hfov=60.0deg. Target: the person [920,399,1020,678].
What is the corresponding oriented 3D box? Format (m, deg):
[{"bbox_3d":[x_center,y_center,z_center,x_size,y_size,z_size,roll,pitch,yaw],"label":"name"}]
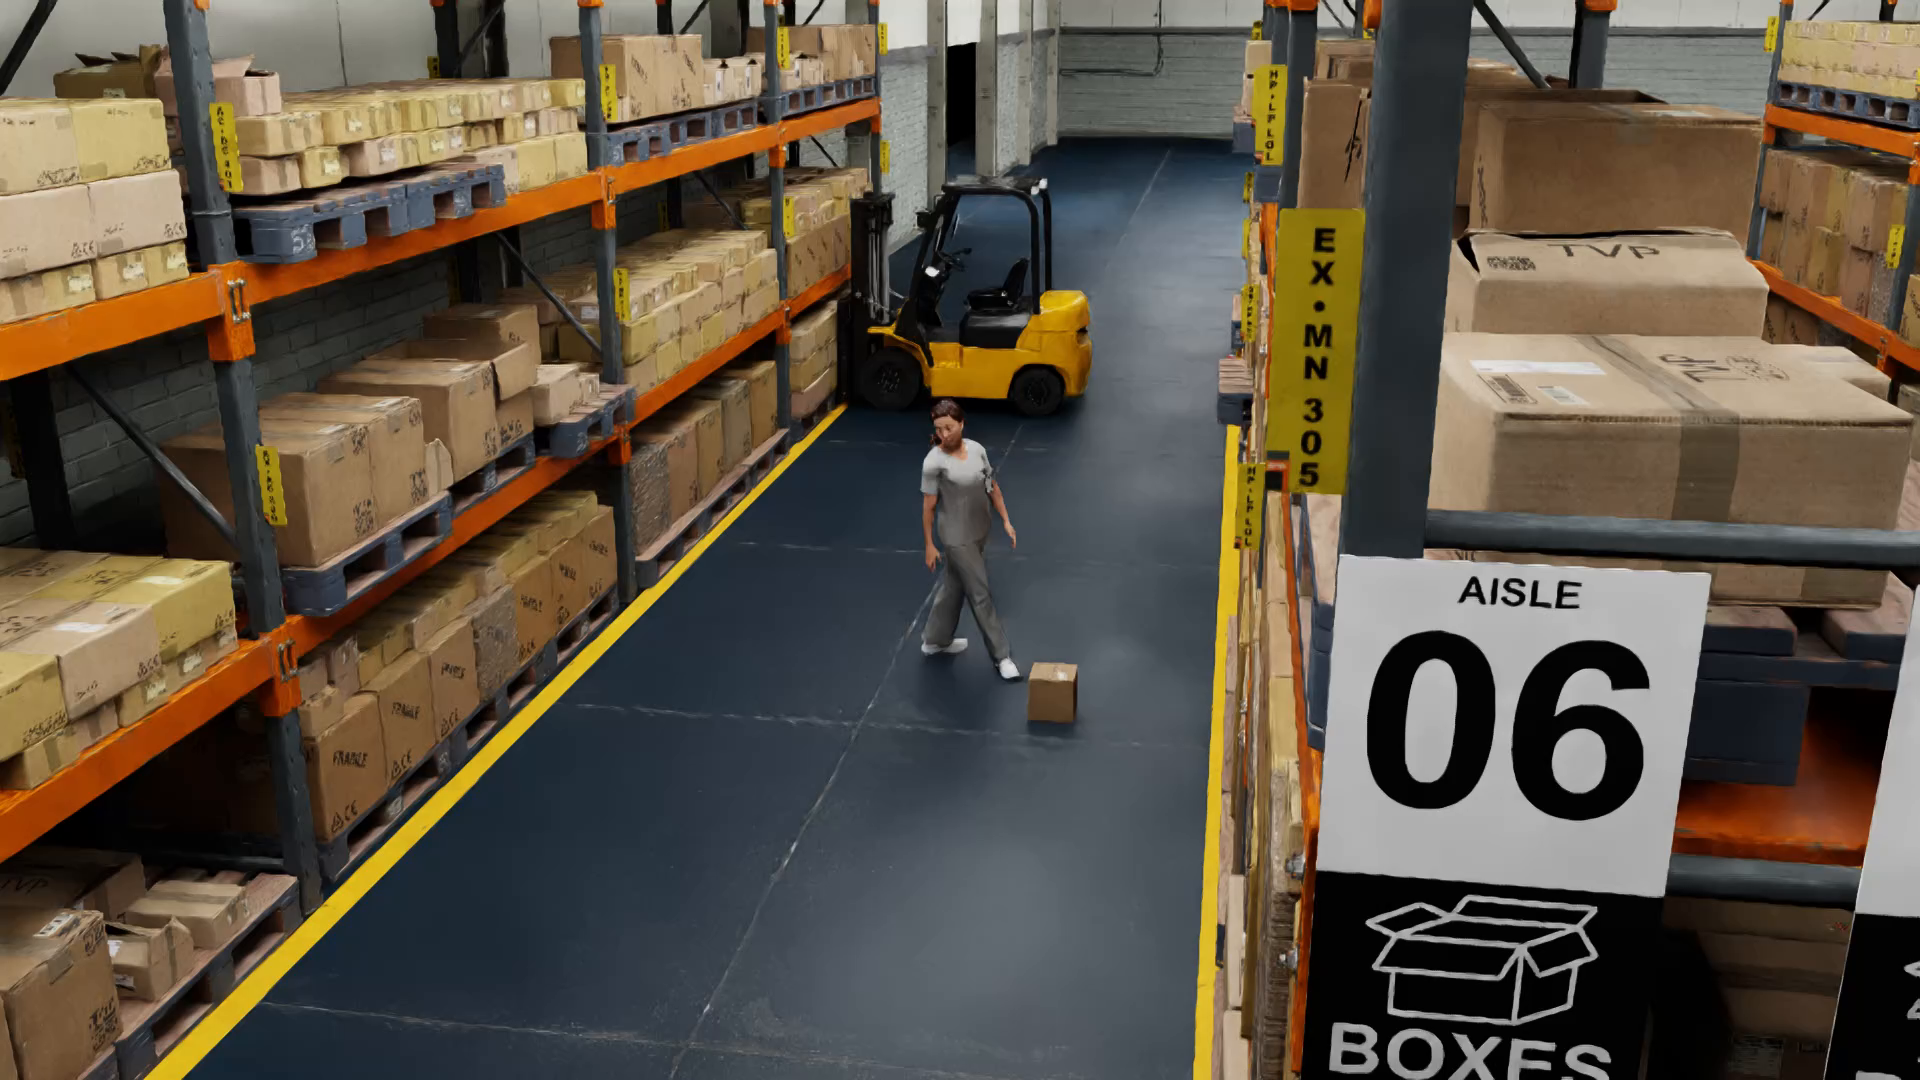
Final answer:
[{"bbox_3d":[0.043,-0.017,9.637,0.699,1.638,0.494,13,22,34],"label":"person"}]
